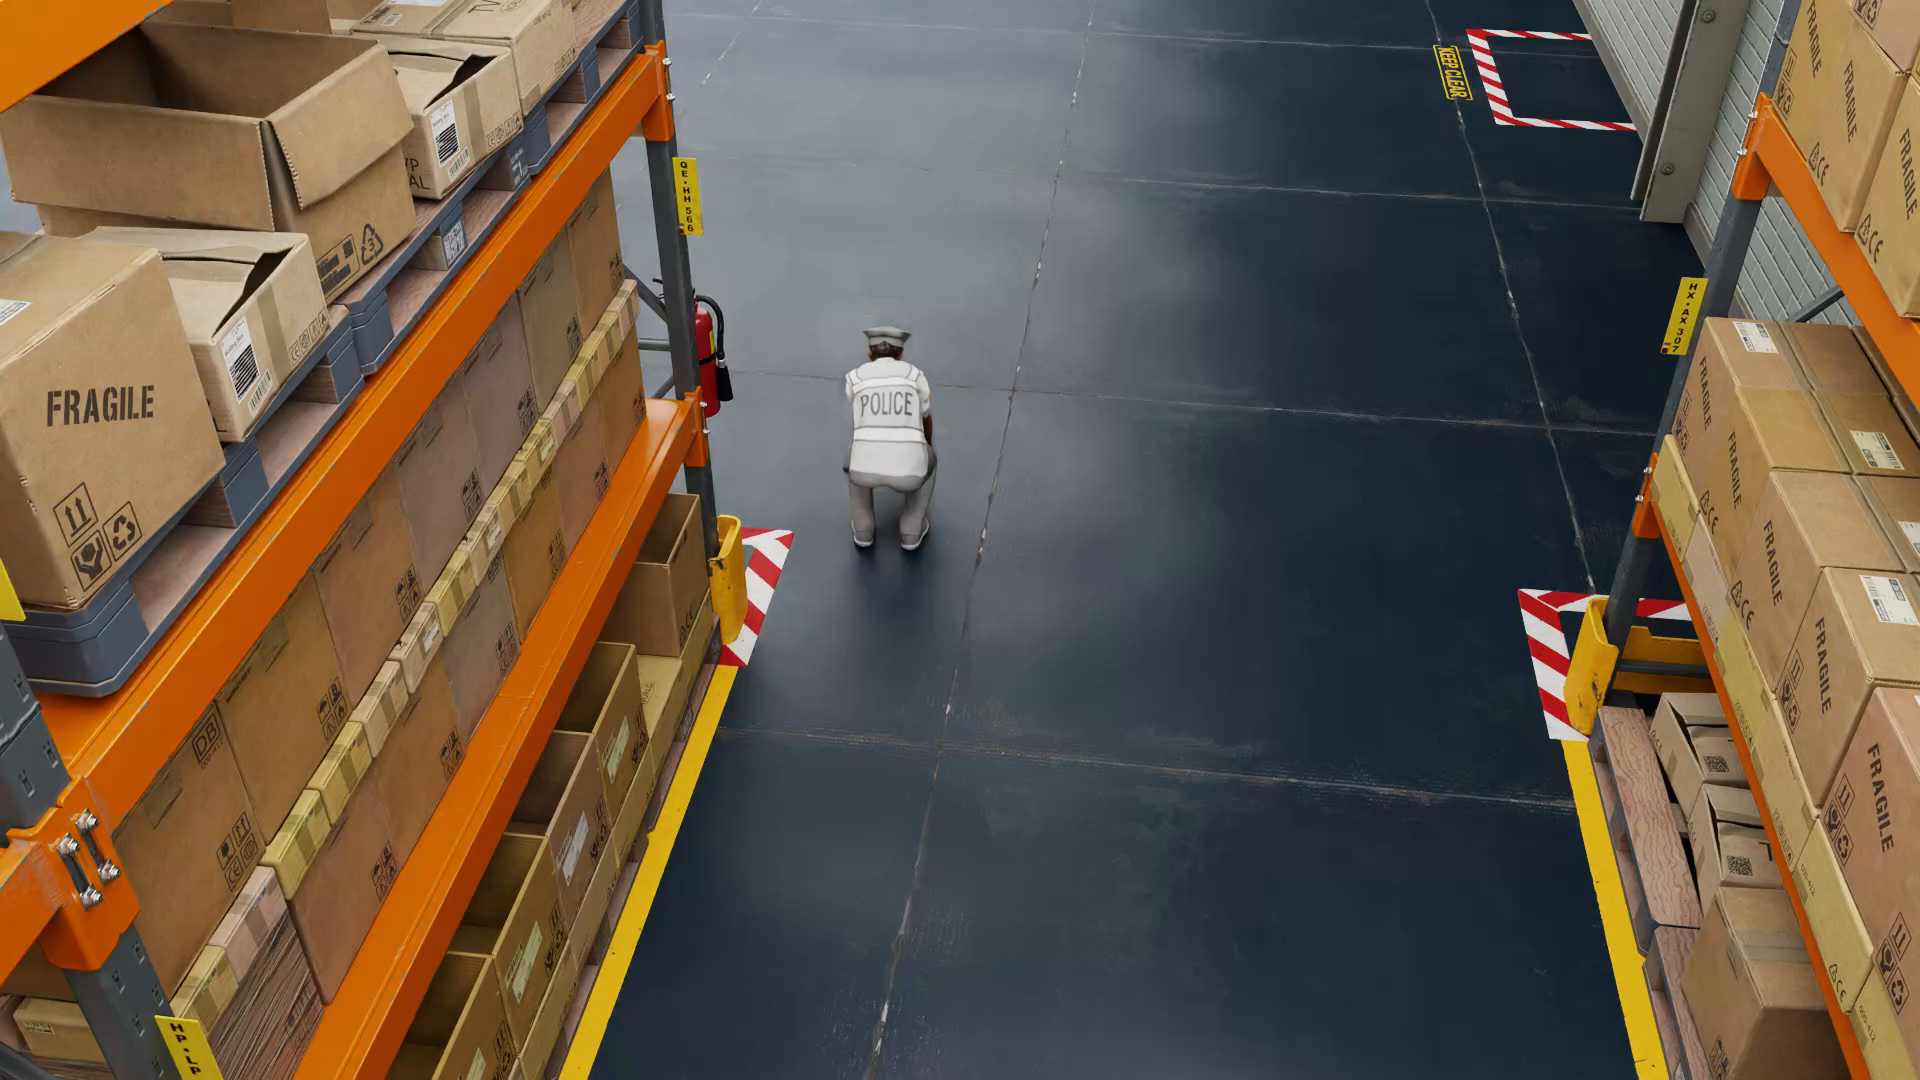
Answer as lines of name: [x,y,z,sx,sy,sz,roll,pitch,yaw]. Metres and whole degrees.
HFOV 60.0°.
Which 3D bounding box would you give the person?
person: [-0.348,-0.503,8.305,0.458,0.985,0.860,3,36,4]
